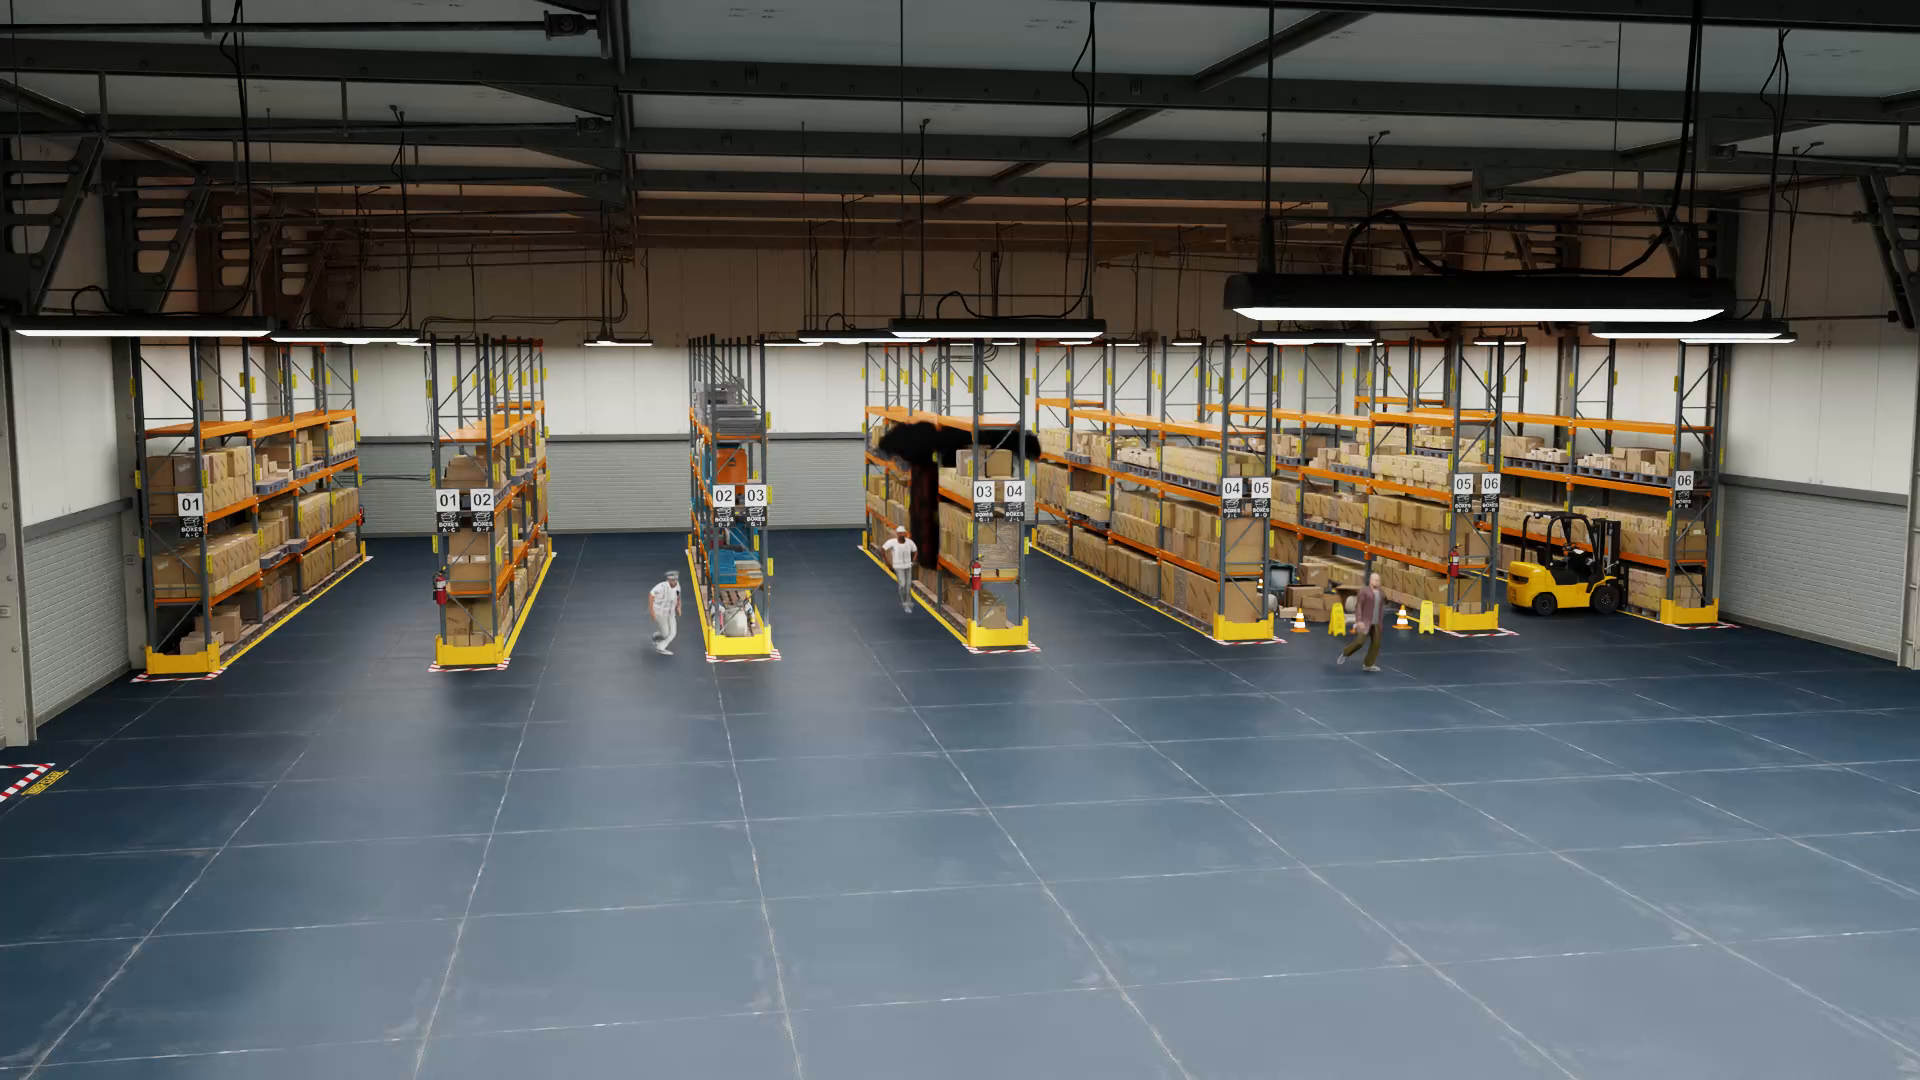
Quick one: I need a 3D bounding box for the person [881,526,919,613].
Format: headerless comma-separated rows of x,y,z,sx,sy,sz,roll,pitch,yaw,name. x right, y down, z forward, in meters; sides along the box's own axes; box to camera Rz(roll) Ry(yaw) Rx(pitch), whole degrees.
-1.224,0.609,34.710,0.774,1.827,0.659,-2,7,-20,person

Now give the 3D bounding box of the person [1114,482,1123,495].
4.882,-0.961,50.861,0.966,1.657,0.582,-3,7,-23,person

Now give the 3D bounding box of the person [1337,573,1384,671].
7.175,1.448,29.639,0.762,1.750,0.659,-3,7,-23,person

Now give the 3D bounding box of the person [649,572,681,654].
-5.553,1.361,31.179,0.669,1.591,0.810,-6,9,-44,person
